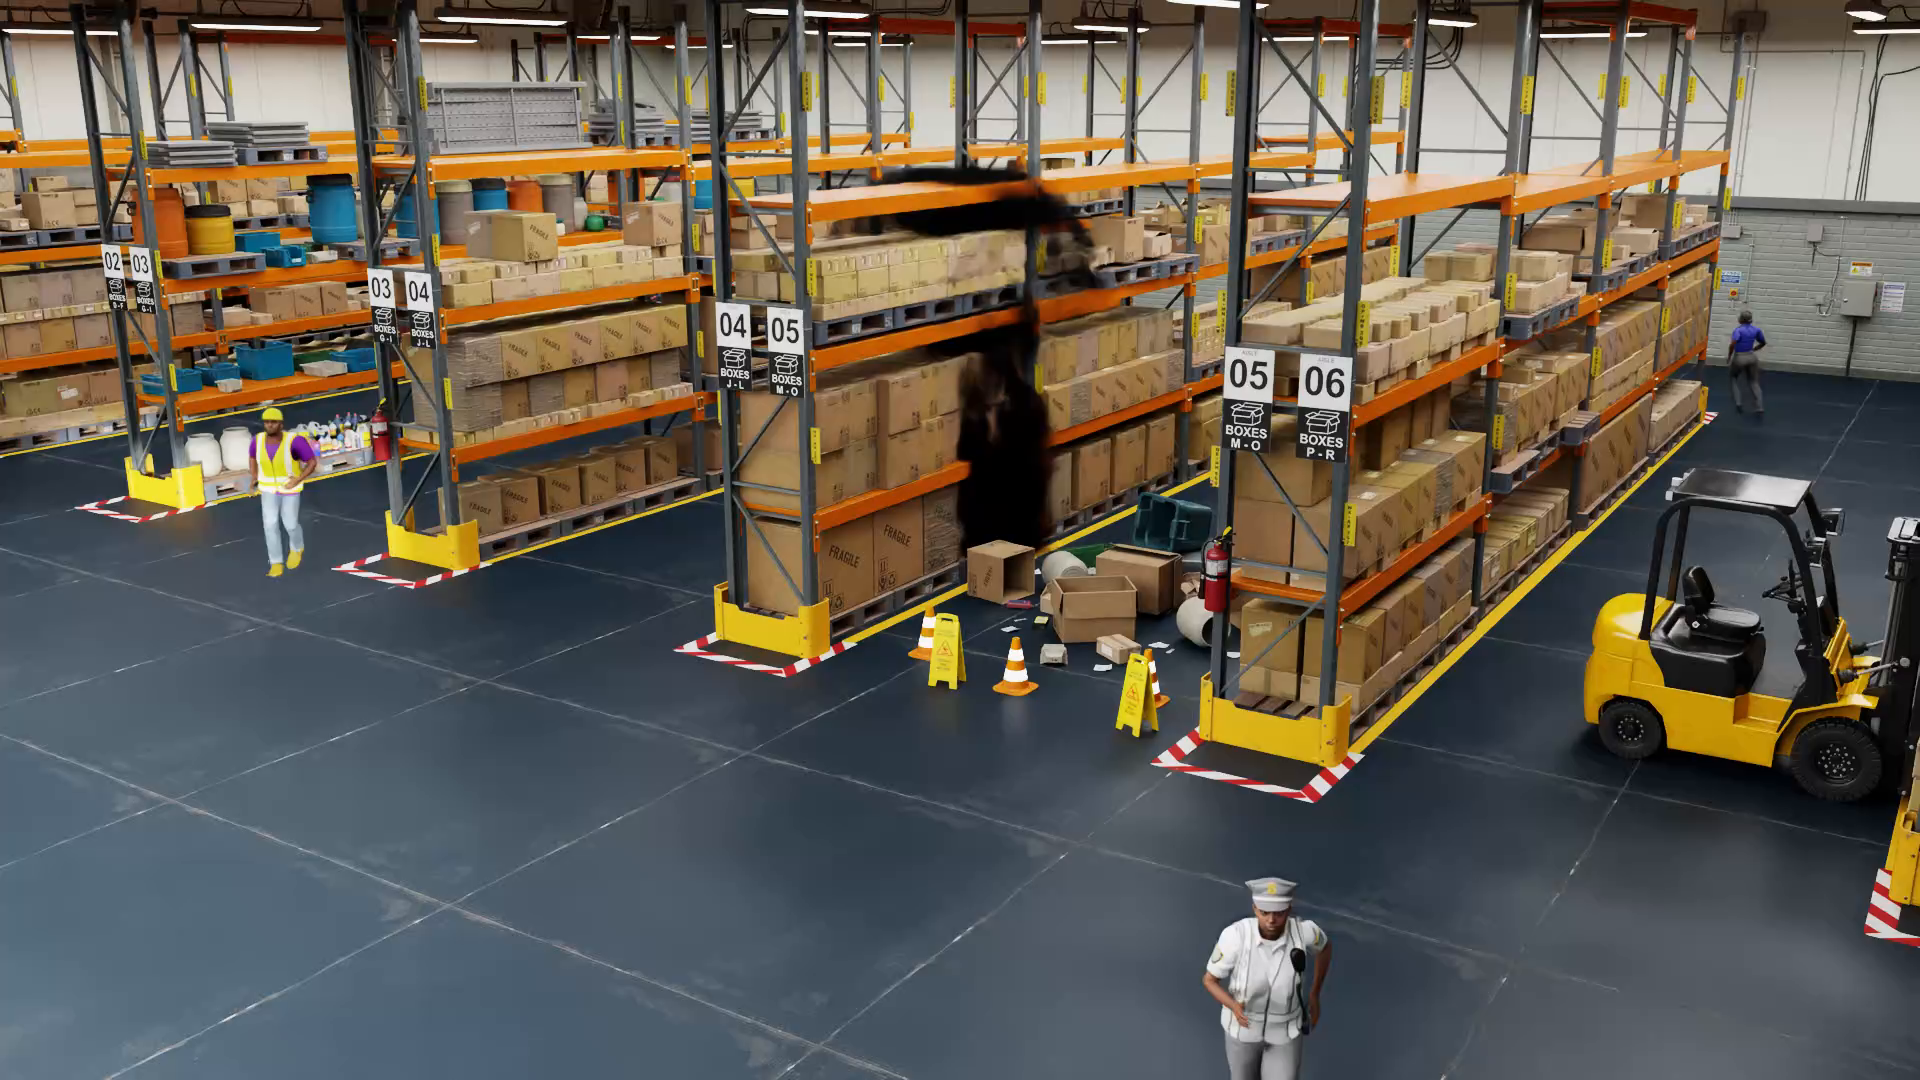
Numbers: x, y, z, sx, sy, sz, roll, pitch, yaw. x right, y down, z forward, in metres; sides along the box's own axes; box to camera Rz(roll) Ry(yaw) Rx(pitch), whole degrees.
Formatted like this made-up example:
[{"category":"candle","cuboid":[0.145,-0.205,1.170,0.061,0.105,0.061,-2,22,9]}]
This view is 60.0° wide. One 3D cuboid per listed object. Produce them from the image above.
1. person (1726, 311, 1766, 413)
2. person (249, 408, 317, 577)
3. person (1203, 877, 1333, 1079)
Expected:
[{"category":"person","cuboid":[12.358,-2.780,26.219,0.659,1.672,0.684,0,16,1]},{"category":"person","cuboid":[-6.925,-0.492,17.033,0.695,1.780,0.941,-2,16,-8]},{"category":"person","cuboid":[1.438,2.317,7.853,0.593,1.743,0.910,3,16,10]}]
